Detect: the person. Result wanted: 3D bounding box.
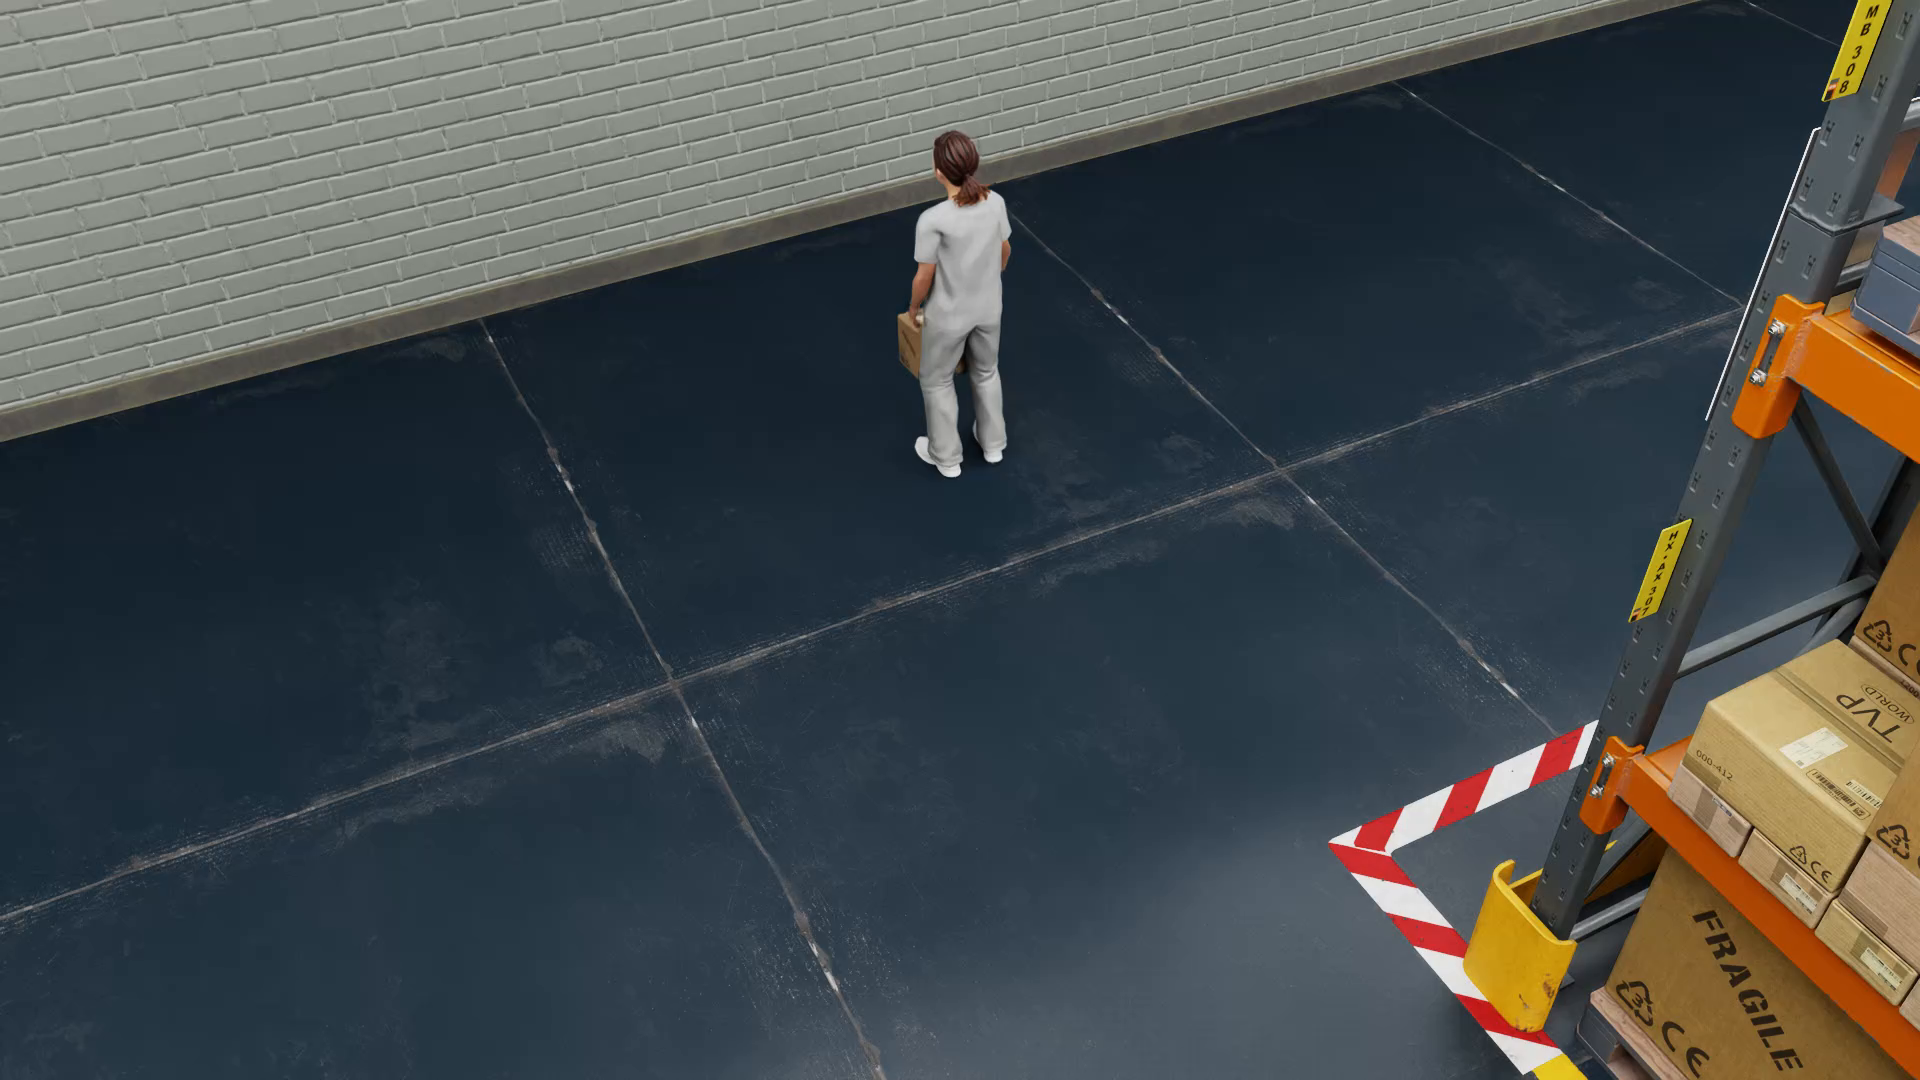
[{"bbox_3d":[-0.001,-1.016,7.309,0.474,1.676,0.364,-20,45,-21],"label":"person"}]
